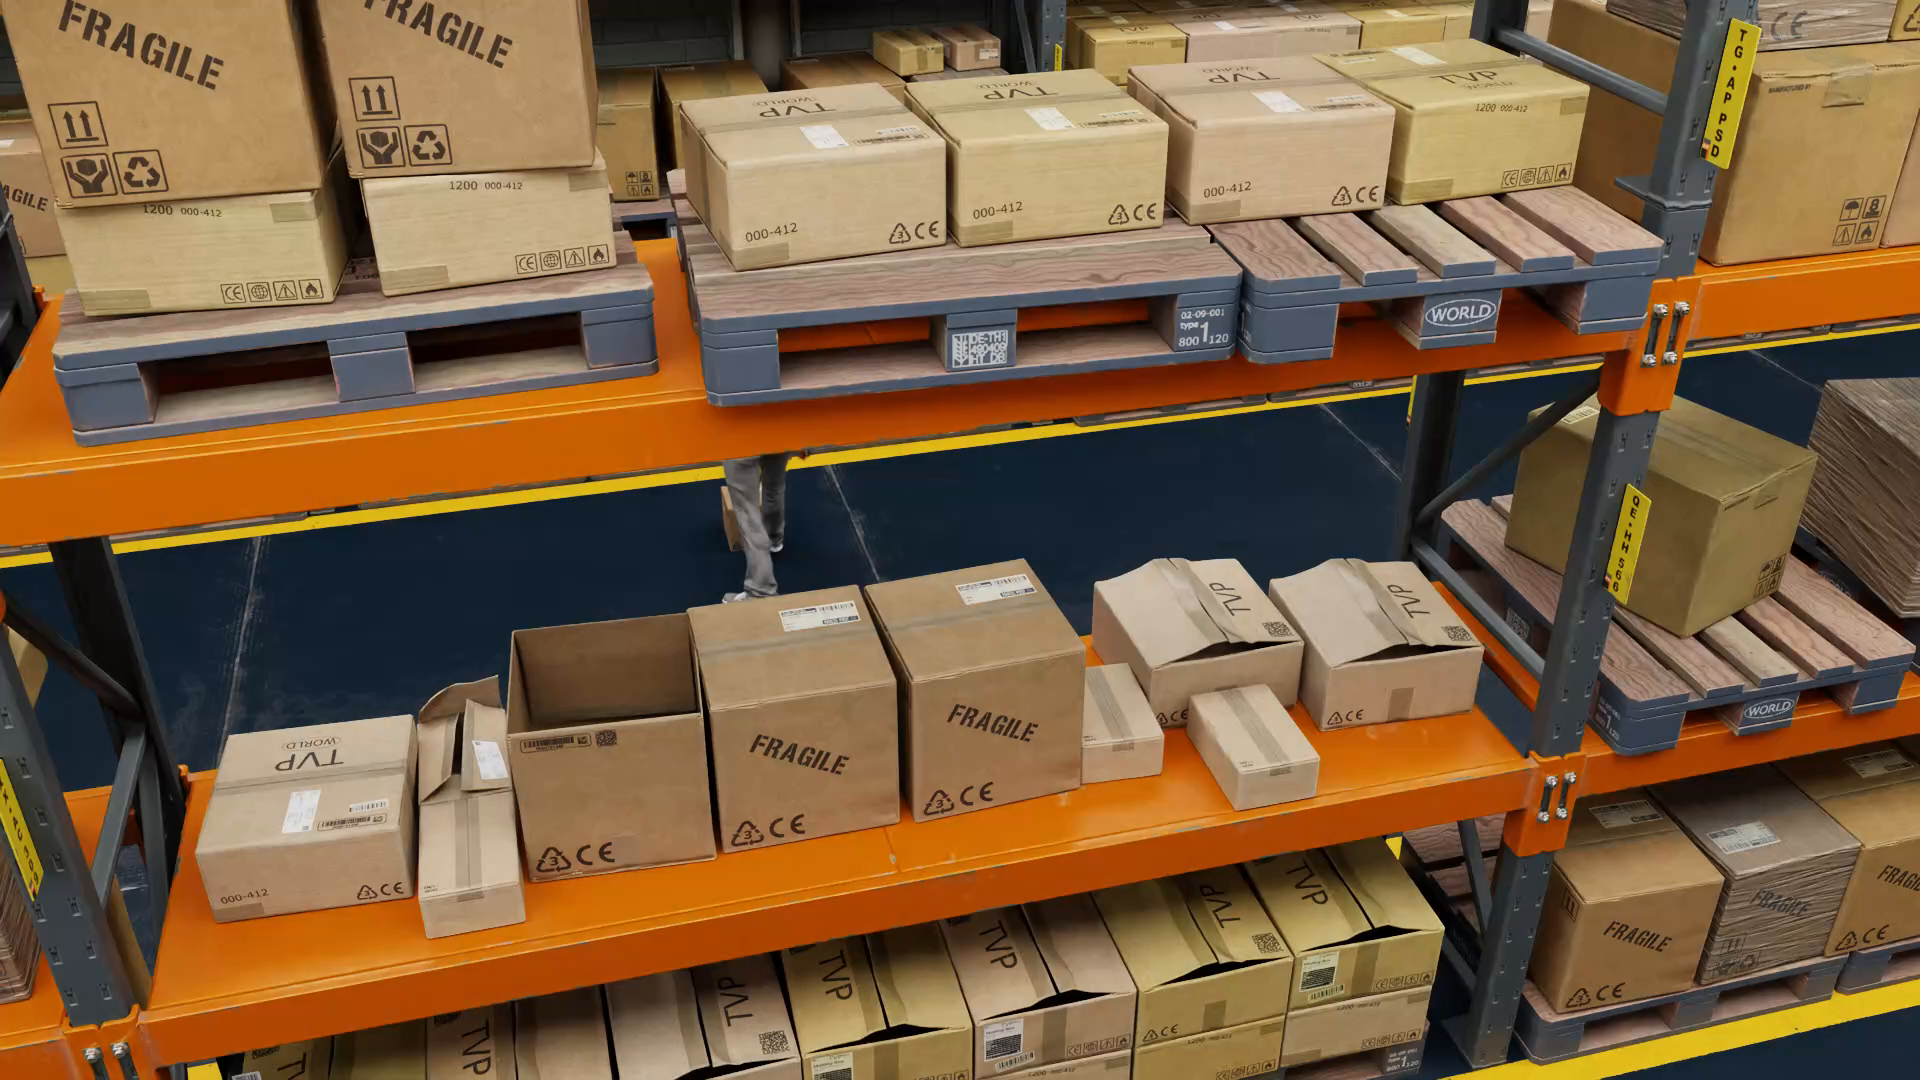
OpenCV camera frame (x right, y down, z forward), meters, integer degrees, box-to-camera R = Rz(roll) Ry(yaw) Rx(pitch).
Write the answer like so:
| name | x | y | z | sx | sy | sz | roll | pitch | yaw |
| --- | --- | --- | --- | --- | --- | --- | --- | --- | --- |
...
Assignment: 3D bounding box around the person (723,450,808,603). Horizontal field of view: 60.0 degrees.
| name | x | y | z | sx | sy | sz | roll | pitch | yaw |
| --- | --- | --- | --- | --- | --- | --- | --- | --- | --- |
| person | -1.000 | -0.496 | 7.848 | 0.541 | 1.542 | 0.787 | -17 | 35 | -26 |
